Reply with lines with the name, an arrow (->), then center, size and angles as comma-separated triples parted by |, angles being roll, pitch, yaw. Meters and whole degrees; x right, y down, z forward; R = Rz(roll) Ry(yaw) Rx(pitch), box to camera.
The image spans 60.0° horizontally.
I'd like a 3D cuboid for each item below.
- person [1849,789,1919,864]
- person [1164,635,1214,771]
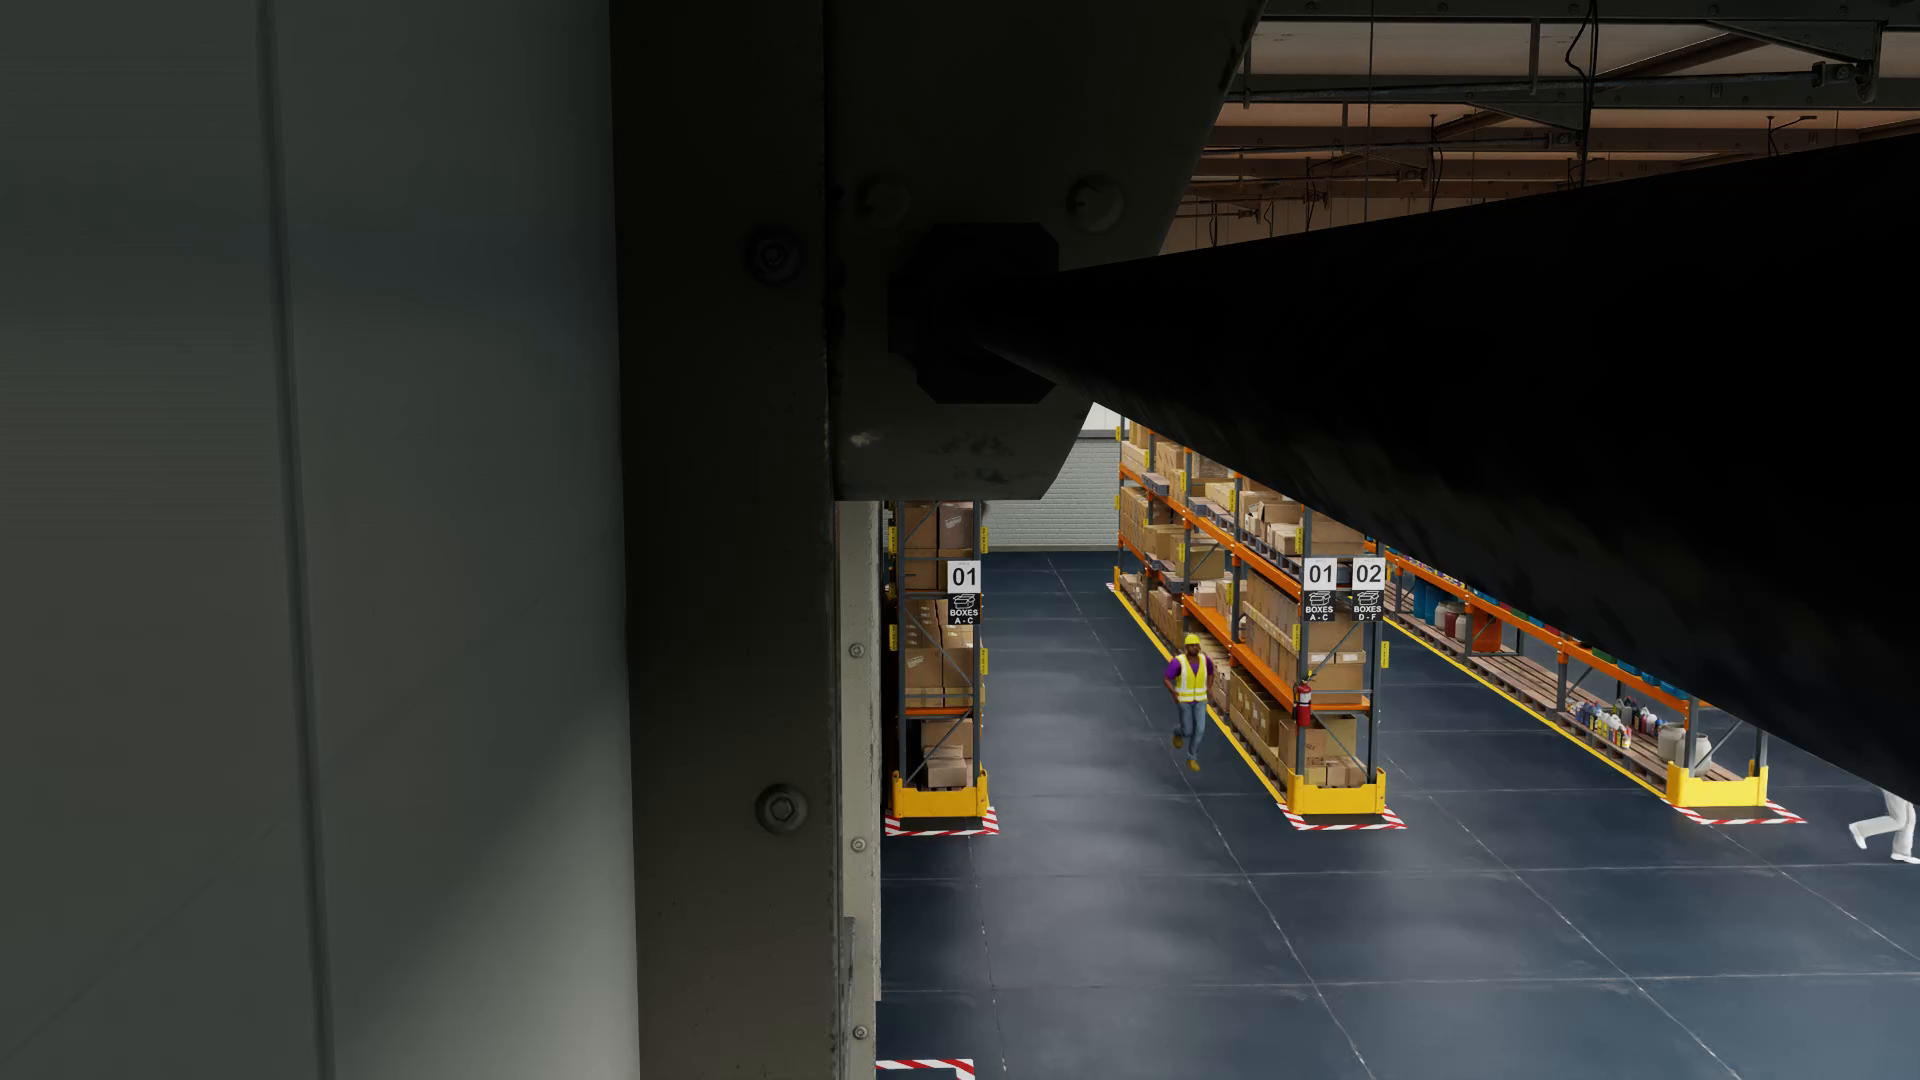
person -> 10.576, 2.826, 18.907 | 0.745, 1.656, 0.573 | 5, 10, 30
person -> 3.014, 2.087, 21.742 | 0.708, 1.748, 0.711 | -2, 8, -11
